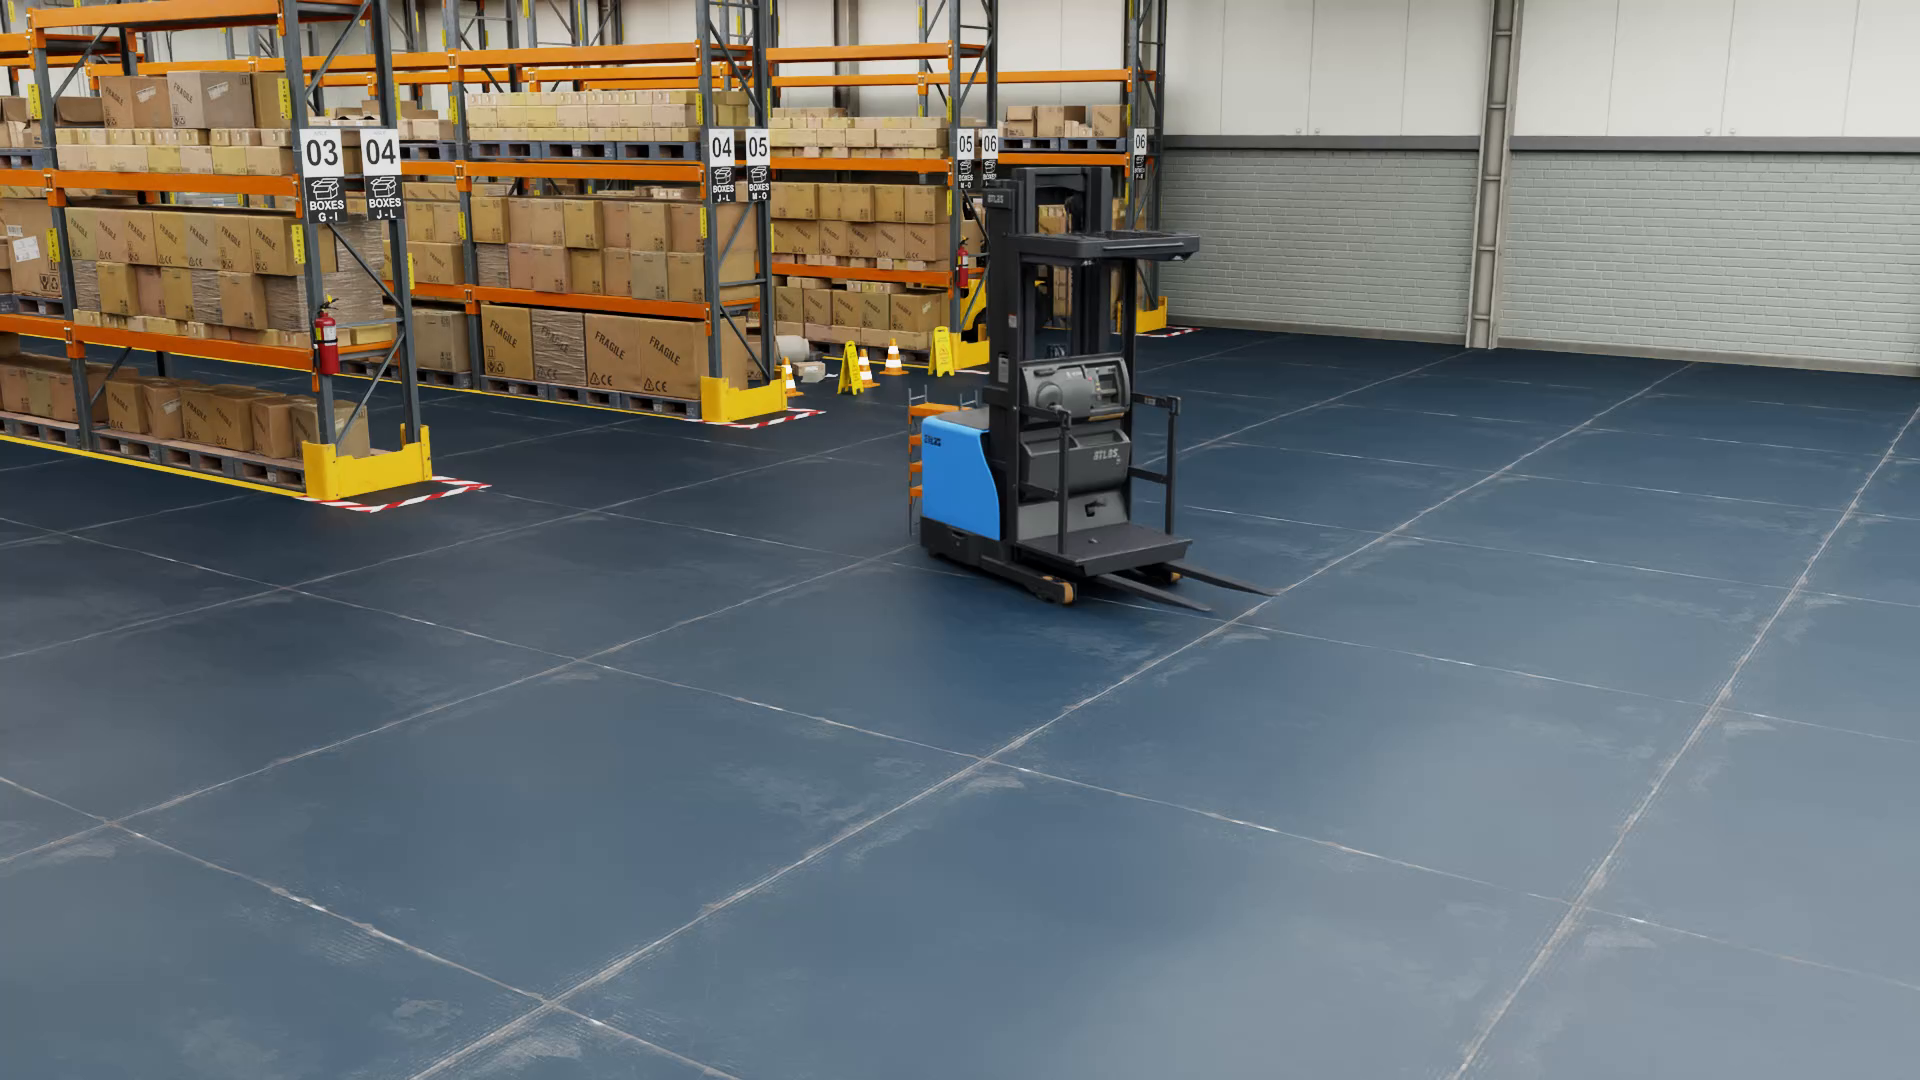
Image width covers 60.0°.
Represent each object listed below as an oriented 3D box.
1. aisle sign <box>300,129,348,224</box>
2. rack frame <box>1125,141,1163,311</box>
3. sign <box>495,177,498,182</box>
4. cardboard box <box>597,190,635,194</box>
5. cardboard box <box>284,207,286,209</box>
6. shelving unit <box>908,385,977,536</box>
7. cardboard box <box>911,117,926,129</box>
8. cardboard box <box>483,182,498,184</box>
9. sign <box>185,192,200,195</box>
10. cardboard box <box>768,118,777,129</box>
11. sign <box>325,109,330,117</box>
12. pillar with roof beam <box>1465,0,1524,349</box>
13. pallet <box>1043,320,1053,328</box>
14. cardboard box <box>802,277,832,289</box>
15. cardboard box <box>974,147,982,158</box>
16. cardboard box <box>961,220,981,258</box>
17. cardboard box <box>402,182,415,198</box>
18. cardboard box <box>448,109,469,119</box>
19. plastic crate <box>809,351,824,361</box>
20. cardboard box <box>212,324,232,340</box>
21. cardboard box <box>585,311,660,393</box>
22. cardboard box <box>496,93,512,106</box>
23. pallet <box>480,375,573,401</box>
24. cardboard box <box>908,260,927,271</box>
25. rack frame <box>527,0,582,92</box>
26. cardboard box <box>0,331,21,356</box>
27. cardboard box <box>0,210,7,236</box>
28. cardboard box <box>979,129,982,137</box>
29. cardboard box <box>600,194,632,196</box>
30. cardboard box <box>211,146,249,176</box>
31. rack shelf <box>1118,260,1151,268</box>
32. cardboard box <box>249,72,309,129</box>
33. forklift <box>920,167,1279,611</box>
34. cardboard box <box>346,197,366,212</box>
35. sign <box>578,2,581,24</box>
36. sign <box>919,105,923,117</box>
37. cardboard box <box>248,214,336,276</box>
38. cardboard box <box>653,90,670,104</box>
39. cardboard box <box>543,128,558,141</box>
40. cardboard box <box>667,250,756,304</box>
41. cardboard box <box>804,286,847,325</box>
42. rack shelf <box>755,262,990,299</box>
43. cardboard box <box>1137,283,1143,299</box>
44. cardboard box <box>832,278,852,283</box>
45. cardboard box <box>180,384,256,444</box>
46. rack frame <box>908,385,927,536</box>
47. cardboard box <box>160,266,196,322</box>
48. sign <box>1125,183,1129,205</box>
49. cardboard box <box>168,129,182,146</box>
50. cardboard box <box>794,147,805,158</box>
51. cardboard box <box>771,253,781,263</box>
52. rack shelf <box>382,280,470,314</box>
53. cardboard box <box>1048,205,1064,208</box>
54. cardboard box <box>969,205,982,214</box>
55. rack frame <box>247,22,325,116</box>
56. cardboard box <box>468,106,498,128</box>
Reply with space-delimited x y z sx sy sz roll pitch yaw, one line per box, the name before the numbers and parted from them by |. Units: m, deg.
aisle sign | -5.460 -3.122 14.282 0.004 0.787 0.394 9 17 33
rack frame | 2.954 -4.894 26.852 0.127 3.000 1.000 9 17 33
sign | -9.997 -7.863 35.779 0.005 0.325 0.100 9 17 33
cardboard box | -6.727 -6.646 32.848 0.500 0.500 0.700 10 17 34
cardboard box | -12.005 -5.843 30.475 0.500 0.500 0.500 9 17 32
shelving unit | -0.138 -0.605 13.269 0.503 1.200 0.258 9 17 33
cardboard box | -0.452 -5.654 22.542 0.250 0.149 0.380 10 17 34
cardboard box | -7.979 -5.831 28.347 0.500 0.500 0.500 10 17 34
sign | -16.691 -7.618 36.137 0.001 0.242 0.339 9 17 33
cardboard box | -2.607 -5.988 23.891 0.250 0.149 0.380 9 16 31
sign | -8.814 -5.831 23.154 0.005 0.325 0.100 9 17 33
pillar with roof beam | 5.455 -6.416 20.516 0.400 9.000 9.100 9 17 33
pallet | 1.287 -3.799 28.229 1.213 0.211 1.003 9 17 33
cardboard box | -2.071 -3.723 24.057 0.250 0.149 0.380 10 17 36
cardboard box | 0.092 -5.347 22.962 0.250 0.149 0.380 9 17 33
cardboard box | -0.052 -4.216 23.284 0.500 0.500 0.500 9 16 32
cardboard box | -9.566 -5.931 28.750 0.500 0.500 0.500 9 17 33
cardboard box | -8.076 -6.864 27.484 0.500 0.500 0.500 9 17 33
plastic crate | -2.288 -2.649 23.858 0.583 0.080 0.402 3 14 14
cardboard box | -6.743 -1.968 15.552 0.250 0.149 0.380 9 17 33
cardboard box | -3.823 -2.271 19.804 0.875 0.875 0.875 9 16 32
cardboard box | -5.277 -5.229 19.743 0.250 0.149 0.380 9 17 32
pallet | -5.224 -1.969 20.837 1.213 0.211 1.003 9 17 33
cardboard box | -0.515 -3.801 22.960 0.250 0.149 0.380 9 16 32
rack frame | -6.452 -7.889 26.465 0.127 3.000 1.000 9 17 33
cardboard box | -10.964 -2.212 18.743 0.500 0.250 0.500 12 18 39
cardboard box | -15.092 -5.060 26.695 0.500 0.500 0.500 9 17 33
cardboard box | 0.475 -6.793 27.722 0.250 0.149 0.380 10 17 34
cardboard box | -5.484 -5.301 26.794 0.500 0.500 0.500 9 16 32
cardboard box | -6.302 -3.392 14.852 0.500 0.250 0.500 9 17 33
rack shelf | 1.294 -4.813 28.022 4.000 0.370 1.077 9 17 33
cardboard box | -6.426 -4.073 15.423 0.500 0.500 0.500 9 17 33
forklift | 0.954 -1.100 11.668 1.130 2.935 3.031 -10 17 -34
cardboard box | -7.916 -4.312 22.211 0.500 0.500 0.700 9 16 32
sign | -6.157 -8.490 26.785 0.005 0.325 0.100 9 17 33
sign | -0.660 -7.181 28.116 0.005 0.325 0.100 9 17 33
cardboard box | -5.939 -2.631 14.800 0.500 0.500 0.500 9 17 33
cardboard box | -3.168 -4.888 18.367 0.250 0.149 0.380 9 17 33
cardboard box | -4.641 -4.739 19.425 0.250 0.149 0.380 9 17 33
cardboard box | -2.826 -3.017 18.956 0.550 0.550 0.875 9 17 33
cardboard box | -1.914 -3.401 24.108 0.500 0.500 0.500 10 17 36
rack shelf | -1.473 -3.823 24.021 4.000 0.370 1.077 9 17 33
cardboard box | 2.679 -4.110 27.493 0.500 0.250 0.500 10 17 34
cardboard box | -2.069 -4.755 30.359 0.625 0.625 0.875 8 16 31
cardboard box | -7.315 -1.250 16.460 0.500 0.500 0.500 8 16 28
rack frame | -0.340 -0.638 13.401 0.015 1.200 0.240 9 17 33
cardboard box | -7.066 -2.388 15.902 0.500 0.500 0.875 9 17 33
sign | 2.639 -5.465 26.254 0.005 0.325 0.100 9 17 33
cardboard box | -7.026 -3.702 15.275 0.250 0.149 0.380 8 16 30
cardboard box | -2.157 -5.547 23.768 0.250 0.149 0.380 9 16 31
cardboard box | -2.574 -4.159 24.405 0.250 0.149 0.380 9 17 33
rack shelf | -7.471 -3.359 22.147 4.000 0.370 1.077 9 17 33
cardboard box | 1.641 -5.526 27.225 0.250 0.149 0.380 10 17 34
cardboard box | 0.363 -5.587 28.093 0.250 0.149 0.380 10 17 34
rack frame | -9.131 -6.888 22.423 0.127 3.000 1.000 9 17 33
cardboard box | -5.562 -5.098 20.046 0.500 0.250 0.500 9 17 33
